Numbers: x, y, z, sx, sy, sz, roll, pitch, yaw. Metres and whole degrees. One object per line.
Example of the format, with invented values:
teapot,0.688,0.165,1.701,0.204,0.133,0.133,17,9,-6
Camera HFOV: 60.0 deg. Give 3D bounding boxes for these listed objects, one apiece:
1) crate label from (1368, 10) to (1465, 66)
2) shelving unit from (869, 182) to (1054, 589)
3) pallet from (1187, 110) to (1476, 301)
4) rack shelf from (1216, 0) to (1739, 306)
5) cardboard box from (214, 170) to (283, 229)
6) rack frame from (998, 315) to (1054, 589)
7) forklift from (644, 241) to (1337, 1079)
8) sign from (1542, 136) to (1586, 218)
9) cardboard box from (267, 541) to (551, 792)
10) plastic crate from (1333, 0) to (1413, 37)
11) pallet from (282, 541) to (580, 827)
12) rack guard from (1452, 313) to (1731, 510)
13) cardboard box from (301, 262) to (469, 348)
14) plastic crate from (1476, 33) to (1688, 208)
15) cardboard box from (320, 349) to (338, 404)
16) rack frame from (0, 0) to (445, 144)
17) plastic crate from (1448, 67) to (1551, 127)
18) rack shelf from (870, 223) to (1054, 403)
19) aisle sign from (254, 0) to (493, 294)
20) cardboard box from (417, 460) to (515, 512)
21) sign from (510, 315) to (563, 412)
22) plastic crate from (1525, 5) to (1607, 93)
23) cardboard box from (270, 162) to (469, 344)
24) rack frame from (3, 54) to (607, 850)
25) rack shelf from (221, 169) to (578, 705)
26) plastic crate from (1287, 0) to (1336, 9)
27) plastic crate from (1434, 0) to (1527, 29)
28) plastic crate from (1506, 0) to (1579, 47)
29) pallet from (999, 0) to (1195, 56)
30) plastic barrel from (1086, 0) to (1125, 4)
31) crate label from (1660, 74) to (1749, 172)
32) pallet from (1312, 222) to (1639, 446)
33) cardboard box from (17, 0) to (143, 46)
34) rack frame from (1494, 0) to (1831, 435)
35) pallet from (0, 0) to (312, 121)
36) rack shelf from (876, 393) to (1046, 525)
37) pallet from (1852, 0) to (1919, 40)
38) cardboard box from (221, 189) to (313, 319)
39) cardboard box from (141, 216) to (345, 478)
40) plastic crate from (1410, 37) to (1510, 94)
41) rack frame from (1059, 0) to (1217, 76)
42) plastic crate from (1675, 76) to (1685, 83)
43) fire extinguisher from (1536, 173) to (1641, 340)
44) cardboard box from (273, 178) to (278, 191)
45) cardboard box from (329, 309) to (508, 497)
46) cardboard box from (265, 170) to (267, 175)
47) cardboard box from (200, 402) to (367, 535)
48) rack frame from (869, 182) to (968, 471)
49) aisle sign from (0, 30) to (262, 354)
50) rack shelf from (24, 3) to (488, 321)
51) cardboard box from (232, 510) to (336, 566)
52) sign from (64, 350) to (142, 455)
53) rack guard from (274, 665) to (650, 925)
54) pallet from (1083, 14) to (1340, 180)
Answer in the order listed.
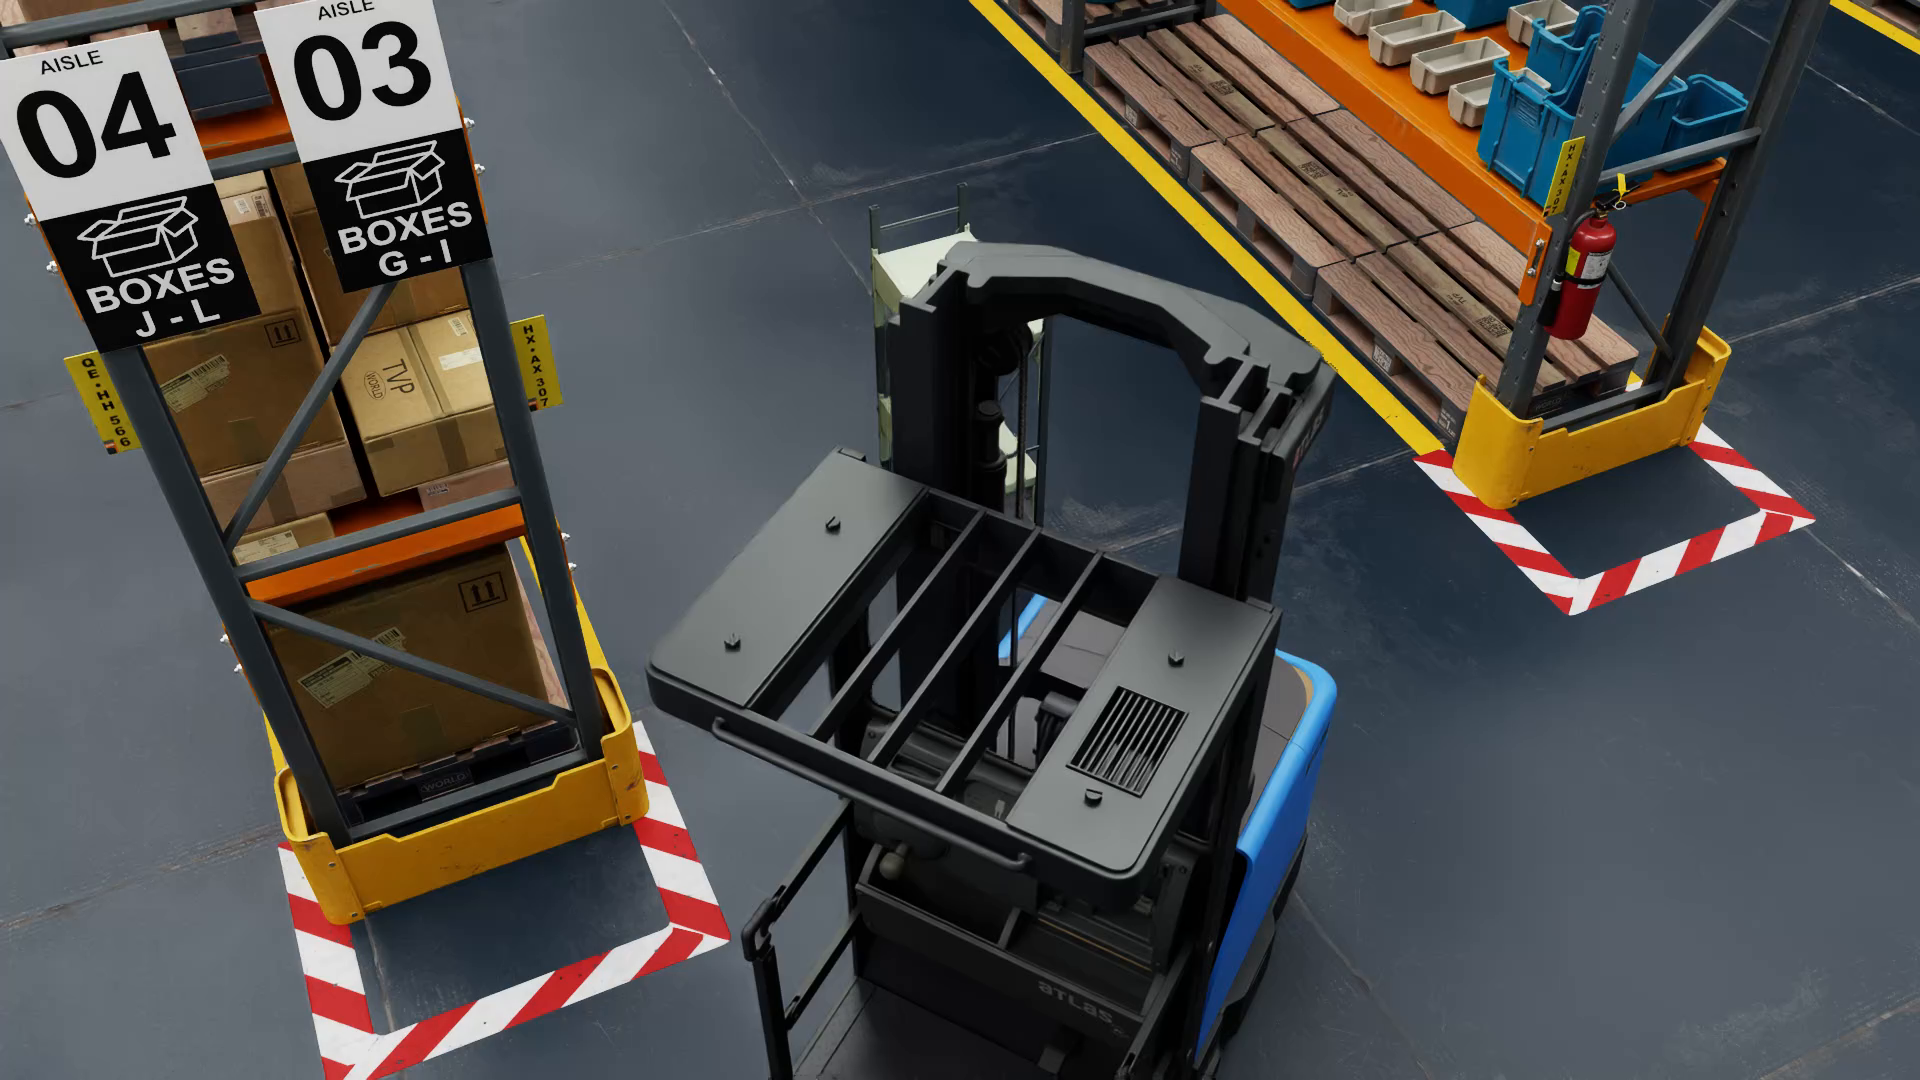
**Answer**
crate label,2.004,-2.229,7.387,0.396,0.136,0.243,-18,47,-17
shelving unit,-0.003,-0.538,6.596,0.431,1.500,0.755,-18,47,-17
pallet,1.939,-1.797,8.790,1.003,0.211,1.213,-18,47,-17
rack shelf,1.919,-2.495,8.024,1.077,0.370,4.000,-18,47,-17
cardboard box,-2.829,-1.275,6.170,0.500,0.250,0.500,-18,47,-17
rack frame,0.151,-0.305,6.360,0.400,1.500,0.023,-18,47,-17
forklift,0.046,0.881,4.140,1.130,2.935,3.031,21,48,20
sign,2.267,-1.361,6.247,0.100,0.325,0.005,-18,47,-17
cardboard box,-2.076,0.209,5.985,0.875,0.875,0.875,-18,47,-17
plastic crate,1.863,-2.412,7.573,0.298,0.136,0.250,-18,47,-17
pallet,-2.142,0.493,6.469,1.003,0.211,1.213,-18,47,-17
rack guard,2.781,-0.575,7.346,1.175,0.500,0.348,-18,47,-17
cardboard box,-1.916,-0.781,5.670,0.500,0.250,0.500,-19,48,-18
plastic crate,2.449,-1.668,6.606,0.616,0.435,0.499,-18,47,-17
cardboard box,-2.392,-0.620,5.506,0.500,0.250,0.500,-19,48,-18
rack frame,-1.734,-2.149,2.890,1.000,3.000,0.127,-18,47,-17
plastic crate,2.252,-1.870,7.023,0.396,0.136,0.243,-18,47,-17
rack shelf,-0.003,-0.816,6.322,0.431,0.370,0.720,-18,47,-17
aisle sign,-1.432,-0.982,4.127,0.394,0.787,0.004,-18,47,-17
cardboard box,-1.584,-0.248,5.413,0.380,0.149,0.250,-18,47,-17
sign,-1.228,-0.510,4.827,0.100,0.325,0.005,-18,47,-17
plastic crate,2.678,-2.112,7.200,0.416,0.233,0.300,-18,47,-17
cardboard box,-1.901,-1.037,5.395,0.500,0.500,0.500,-19,48,-18
rack frame,-1.734,-0.013,4.997,1.000,3.000,0.127,-18,47,-17
rack shelf,-2.575,-1.032,6.541,1.077,0.370,4.000,-18,47,-17
plastic crate,1.663,-2.671,7.767,0.416,0.233,0.300,-18,47,-17
plastic crate,2.401,-2.532,7.625,0.416,0.233,0.300,-18,47,-17
plastic crate,2.609,-2.319,7.479,0.250,0.136,0.298,-18,47,-17
pallet,0.791,-3.537,10.553,1.003,0.211,1.213,-18,47,-17
plastic barrel,0.864,-3.779,10.009,0.600,0.901,0.708,-18,47,-17
crate label,2.954,-1.692,6.775,0.416,0.233,0.303,-18,47,-17
pallet,2.448,-1.021,8.003,1.003,0.211,1.213,-18,47,-17
cardboard box,-2.002,-1.617,4.045,0.700,0.500,0.500,-21,48,-20
rack frame,2.759,-1.476,6.479,1.000,3.000,0.127,-18,47,-17
pallet,-2.056,-1.519,4.450,1.003,0.211,1.213,-18,47,-17
rack shelf,-0.003,-0.306,6.825,0.431,0.370,0.720,-18,47,-17
pallet,6.378,-3.276,10.289,1.003,0.211,1.213,-18,47,-17
cardboard box,-2.606,-0.944,5.835,0.500,0.250,0.500,-20,48,-19
cardboard box,-2.178,-0.566,4.918,0.500,0.500,0.500,-17,47,-17
plastic crate,2.144,-2.059,7.215,0.396,0.136,0.243,-18,47,-17
rack frame,1.078,-4.025,9.063,1.000,3.000,0.127,-18,47,-17
plastic crate,2.895,-1.887,7.041,0.250,0.136,0.298,-18,47,-17
fire extinguisher,2.411,-1.086,6.404,0.296,0.674,0.183,-18,47,-17
cardboard box,-2.125,-1.366,5.728,0.500,0.500,0.500,-19,48,-18
cardboard box,-1.691,-0.452,5.336,0.500,0.250,0.500,-19,48,-18
cardboard box,-3.029,-1.591,6.491,0.500,0.250,0.500,-17,47,-16
cardboard box,-2.179,-0.296,5.179,0.500,0.250,0.500,-19,48,-18
rack frame,-0.157,-0.771,6.833,0.400,1.500,0.023,-18,47,-17
aisle sign,-1.976,-0.804,3.947,0.394,0.787,0.004,-18,47,-17
rack shelf,-2.575,-2.100,5.488,1.077,0.370,4.000,-18,47,-17
cardboard box,-2.183,-0.054,5.216,0.380,0.149,0.250,-17,47,-17
sign,-2.233,-0.359,4.354,0.100,0.325,0.005,-18,47,-17
rack guard,-1.724,0.892,5.859,1.175,0.500,0.348,-18,47,-17
pallet,1.422,-2.575,9.579,1.003,0.211,1.213,-18,47,-17
